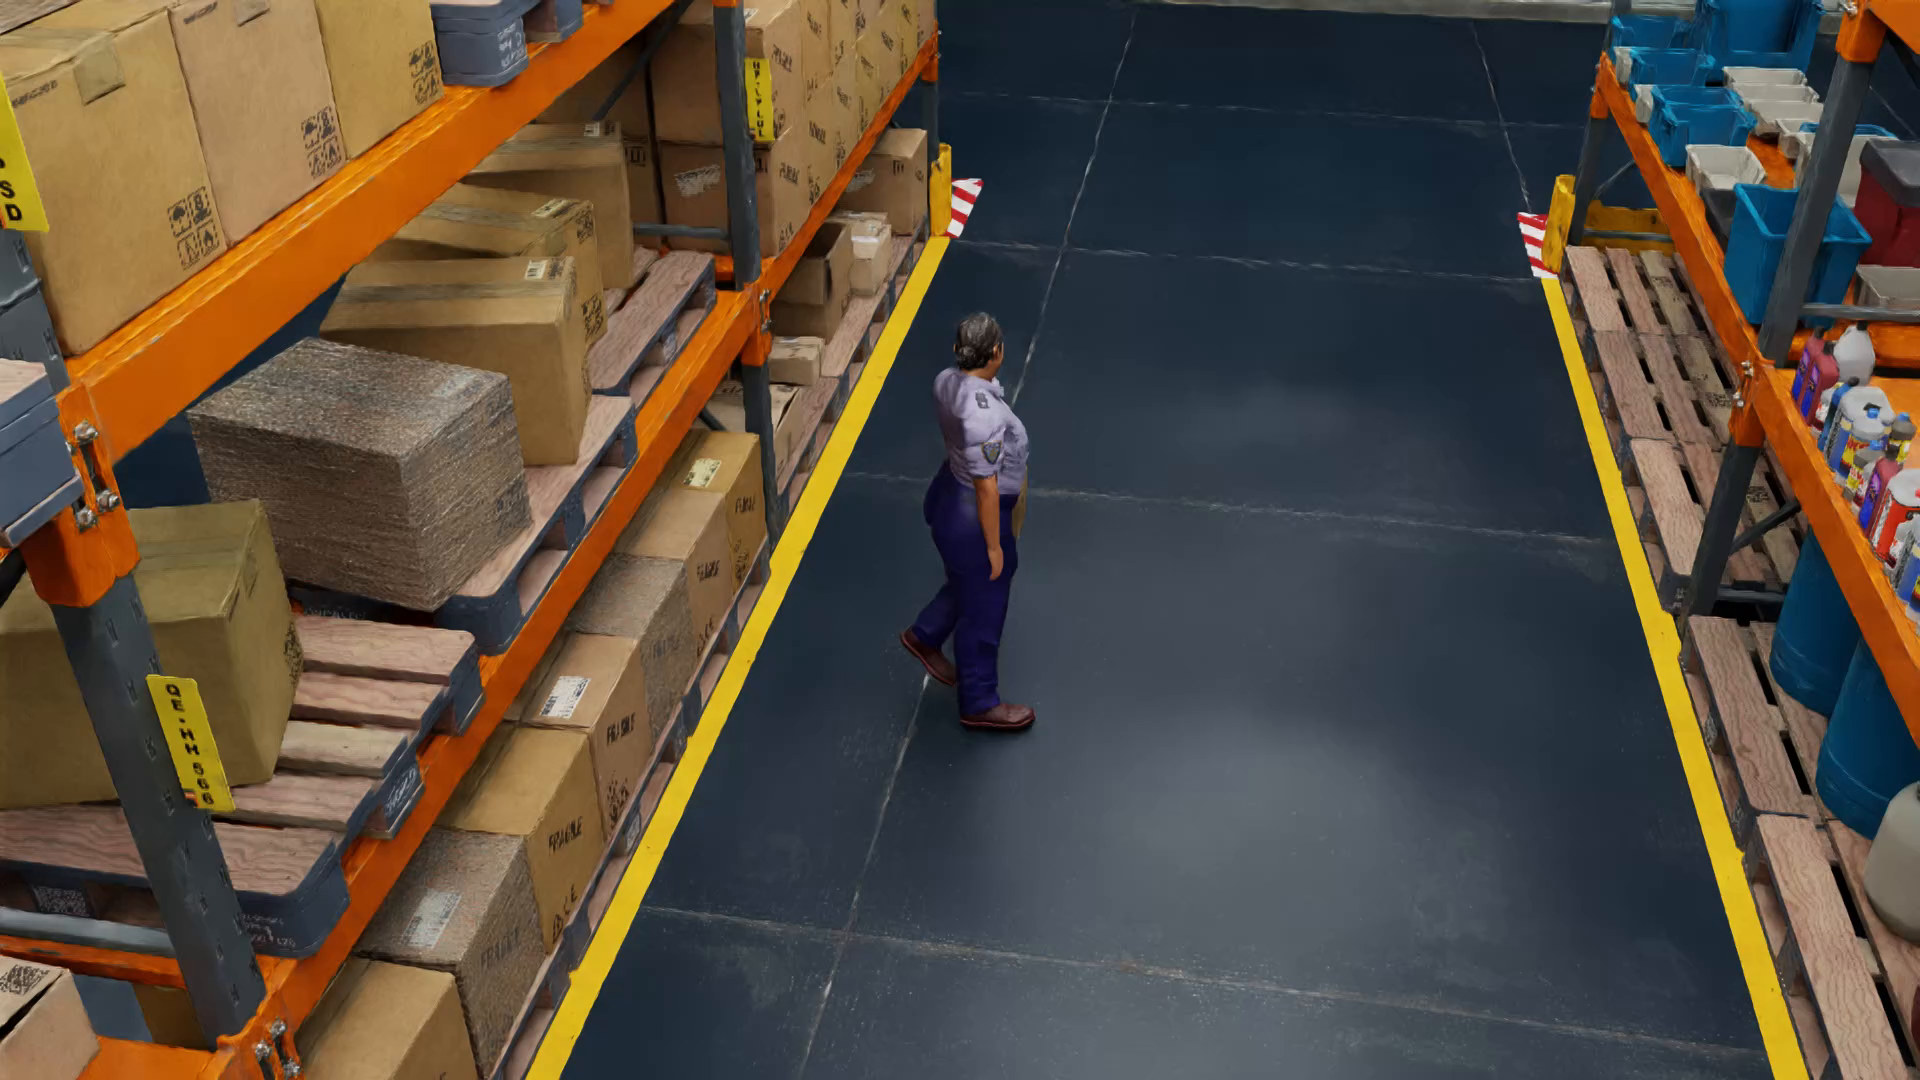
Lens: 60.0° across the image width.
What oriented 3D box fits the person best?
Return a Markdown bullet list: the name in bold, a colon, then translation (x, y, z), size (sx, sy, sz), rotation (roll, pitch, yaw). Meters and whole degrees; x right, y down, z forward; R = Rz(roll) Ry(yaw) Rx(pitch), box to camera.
- **person**: translation (0.024, -0.062, 6.258), size (0.487, 1.602, 0.577), rotation (-8, 33, -12)
